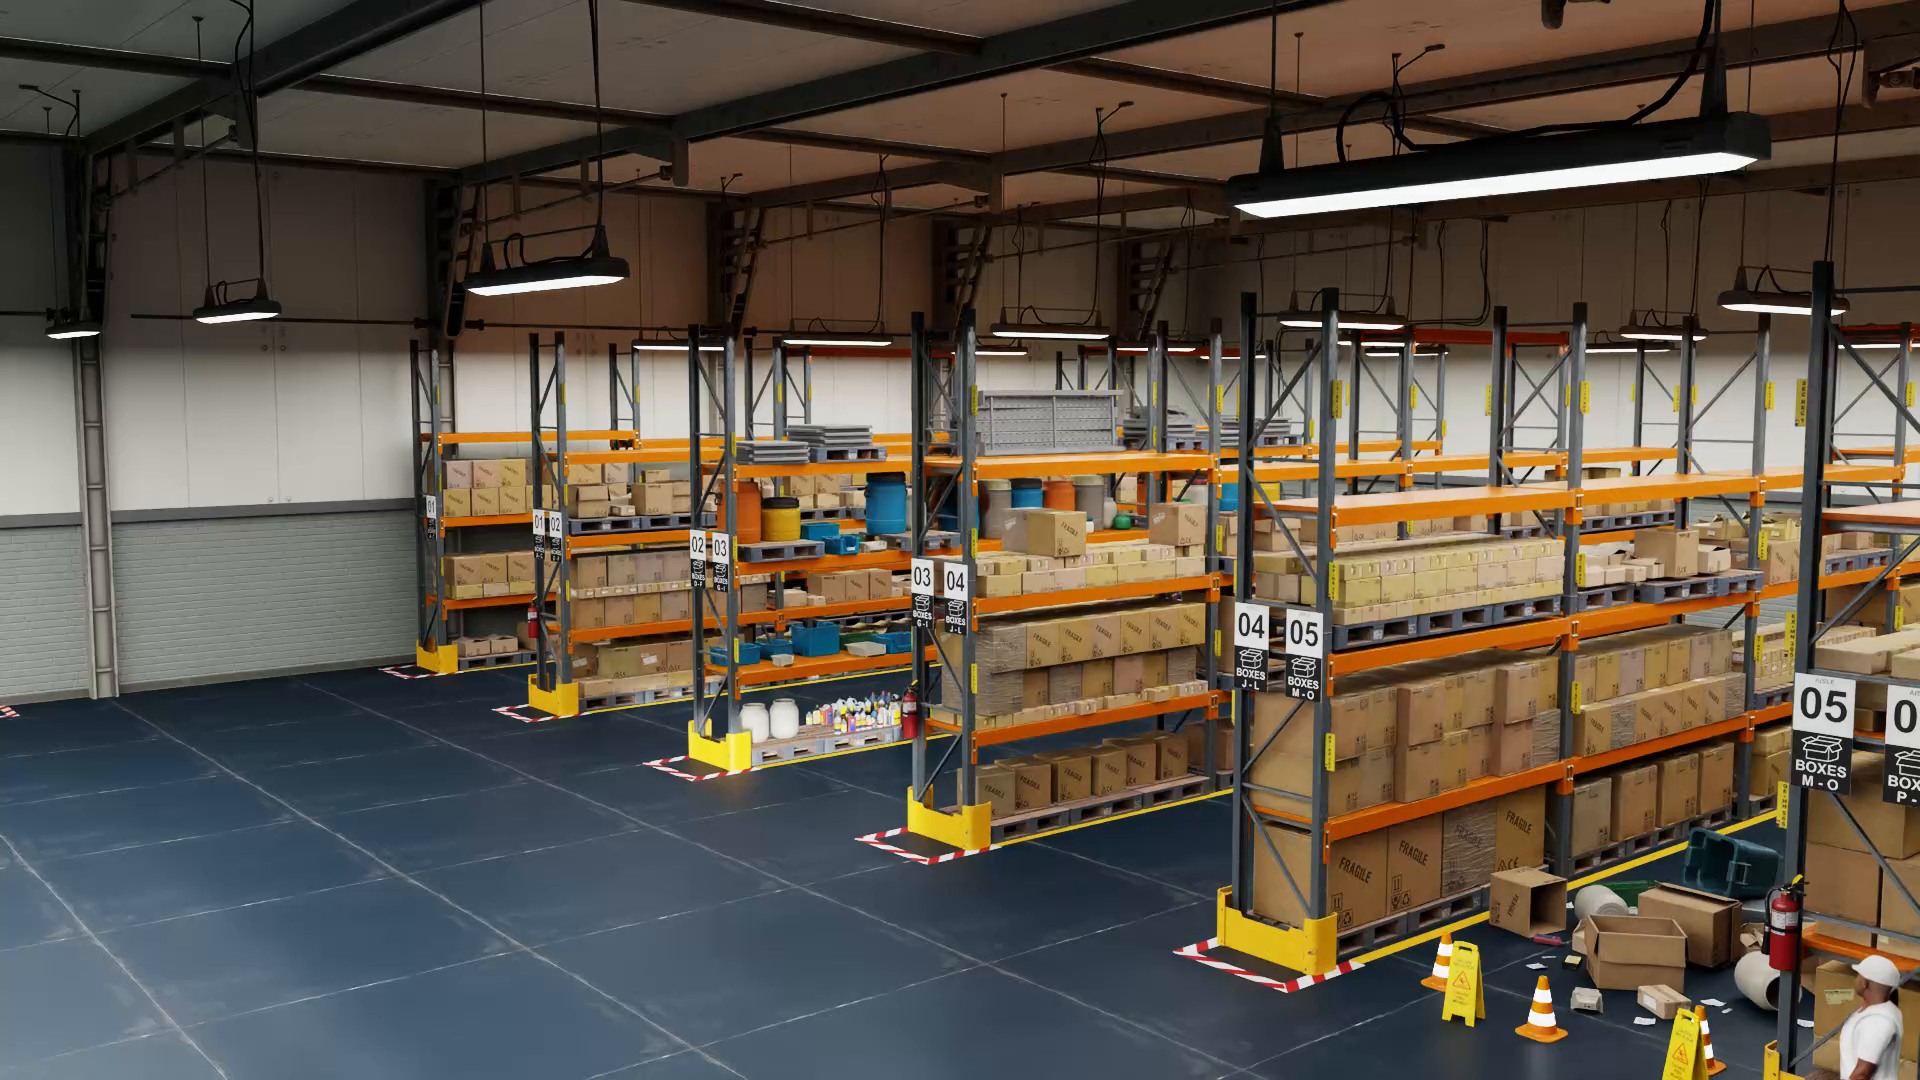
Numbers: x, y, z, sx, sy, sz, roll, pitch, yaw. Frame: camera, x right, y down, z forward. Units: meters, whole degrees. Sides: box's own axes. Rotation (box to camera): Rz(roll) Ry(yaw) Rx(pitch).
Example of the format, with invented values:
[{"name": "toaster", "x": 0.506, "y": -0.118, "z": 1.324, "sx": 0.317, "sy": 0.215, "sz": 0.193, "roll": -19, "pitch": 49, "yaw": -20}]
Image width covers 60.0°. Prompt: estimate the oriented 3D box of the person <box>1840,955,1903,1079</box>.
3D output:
[{"name": "person", "x": 5.505, "y": 3.379, "z": 10.095, "sx": 1.014, "sy": 1.722, "sz": 0.521, "roll": 1, "pitch": 5, "yaw": 13}]
